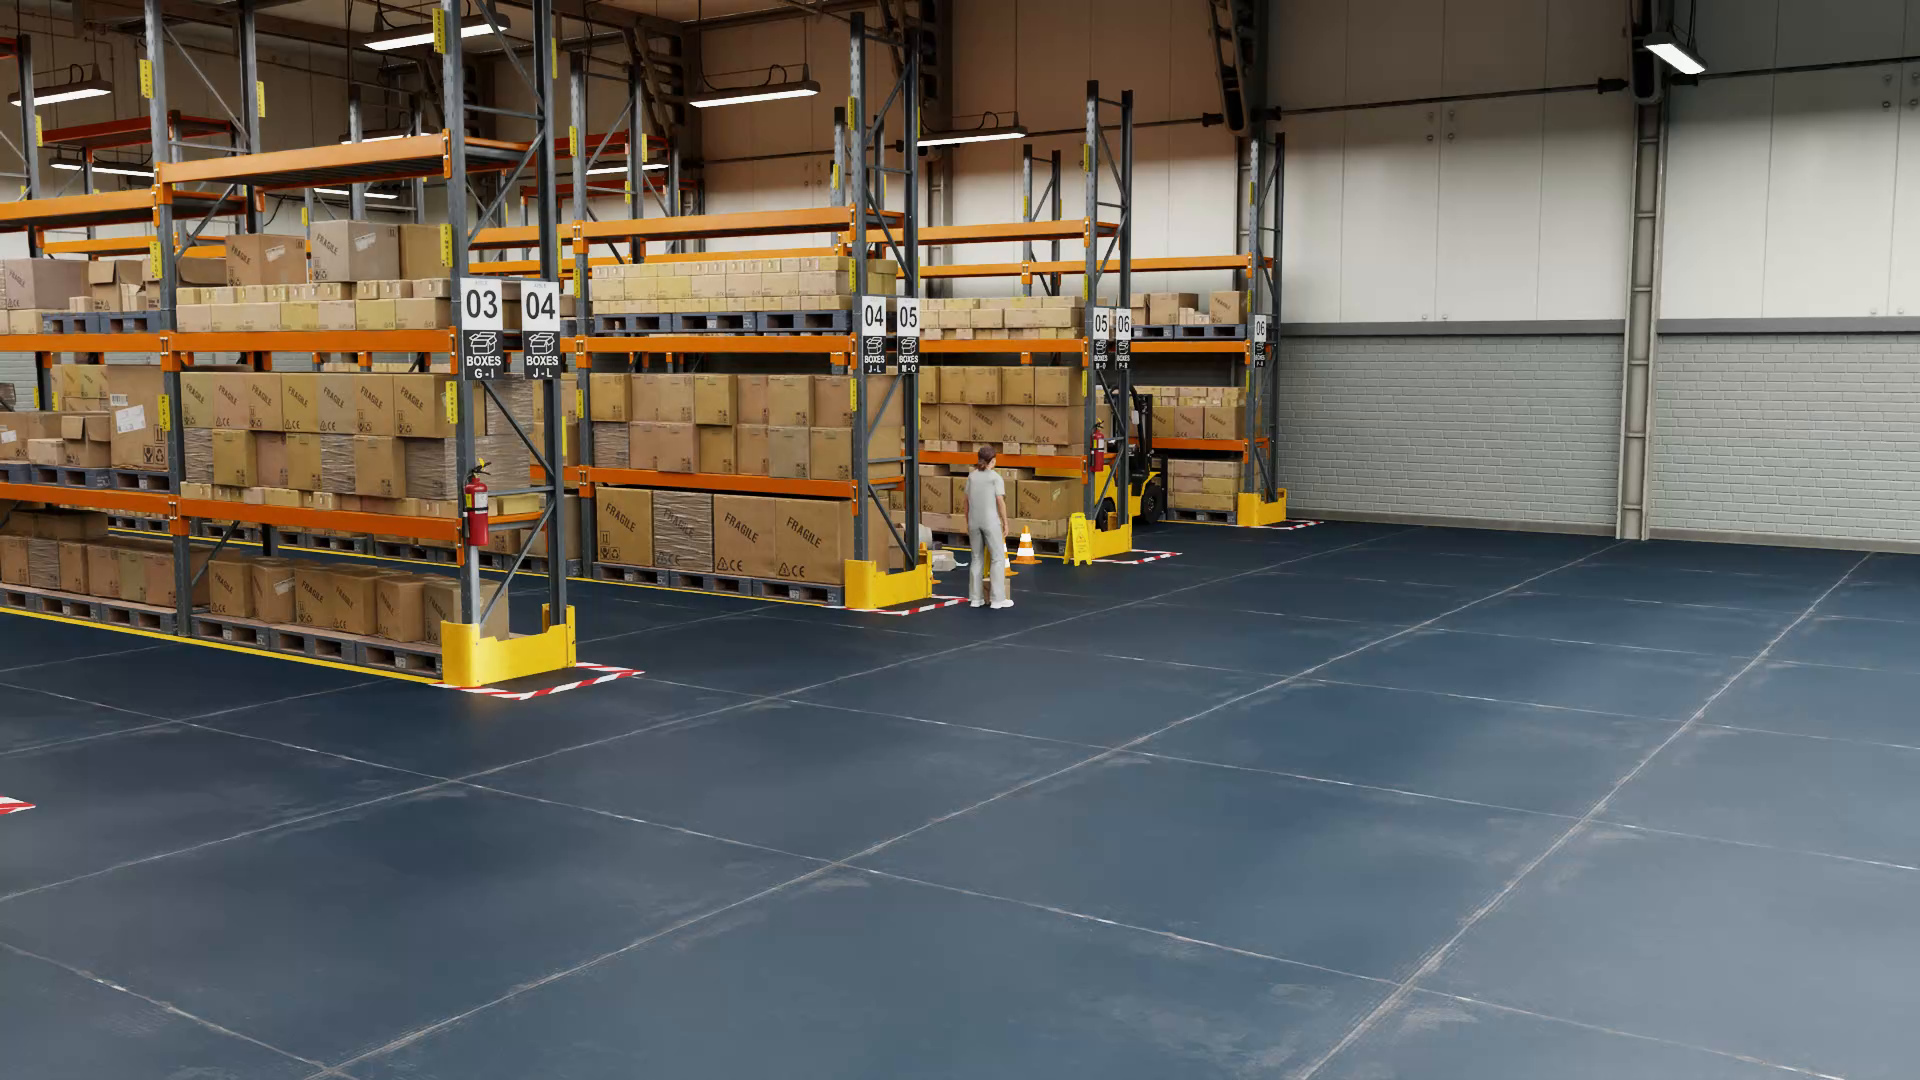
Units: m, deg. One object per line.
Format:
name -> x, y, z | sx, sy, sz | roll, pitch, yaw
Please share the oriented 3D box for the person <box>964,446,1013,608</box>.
person -> 0.274, -0.140, 17.215 | 0.487, 1.673, 0.361 | 4, 7, 29
